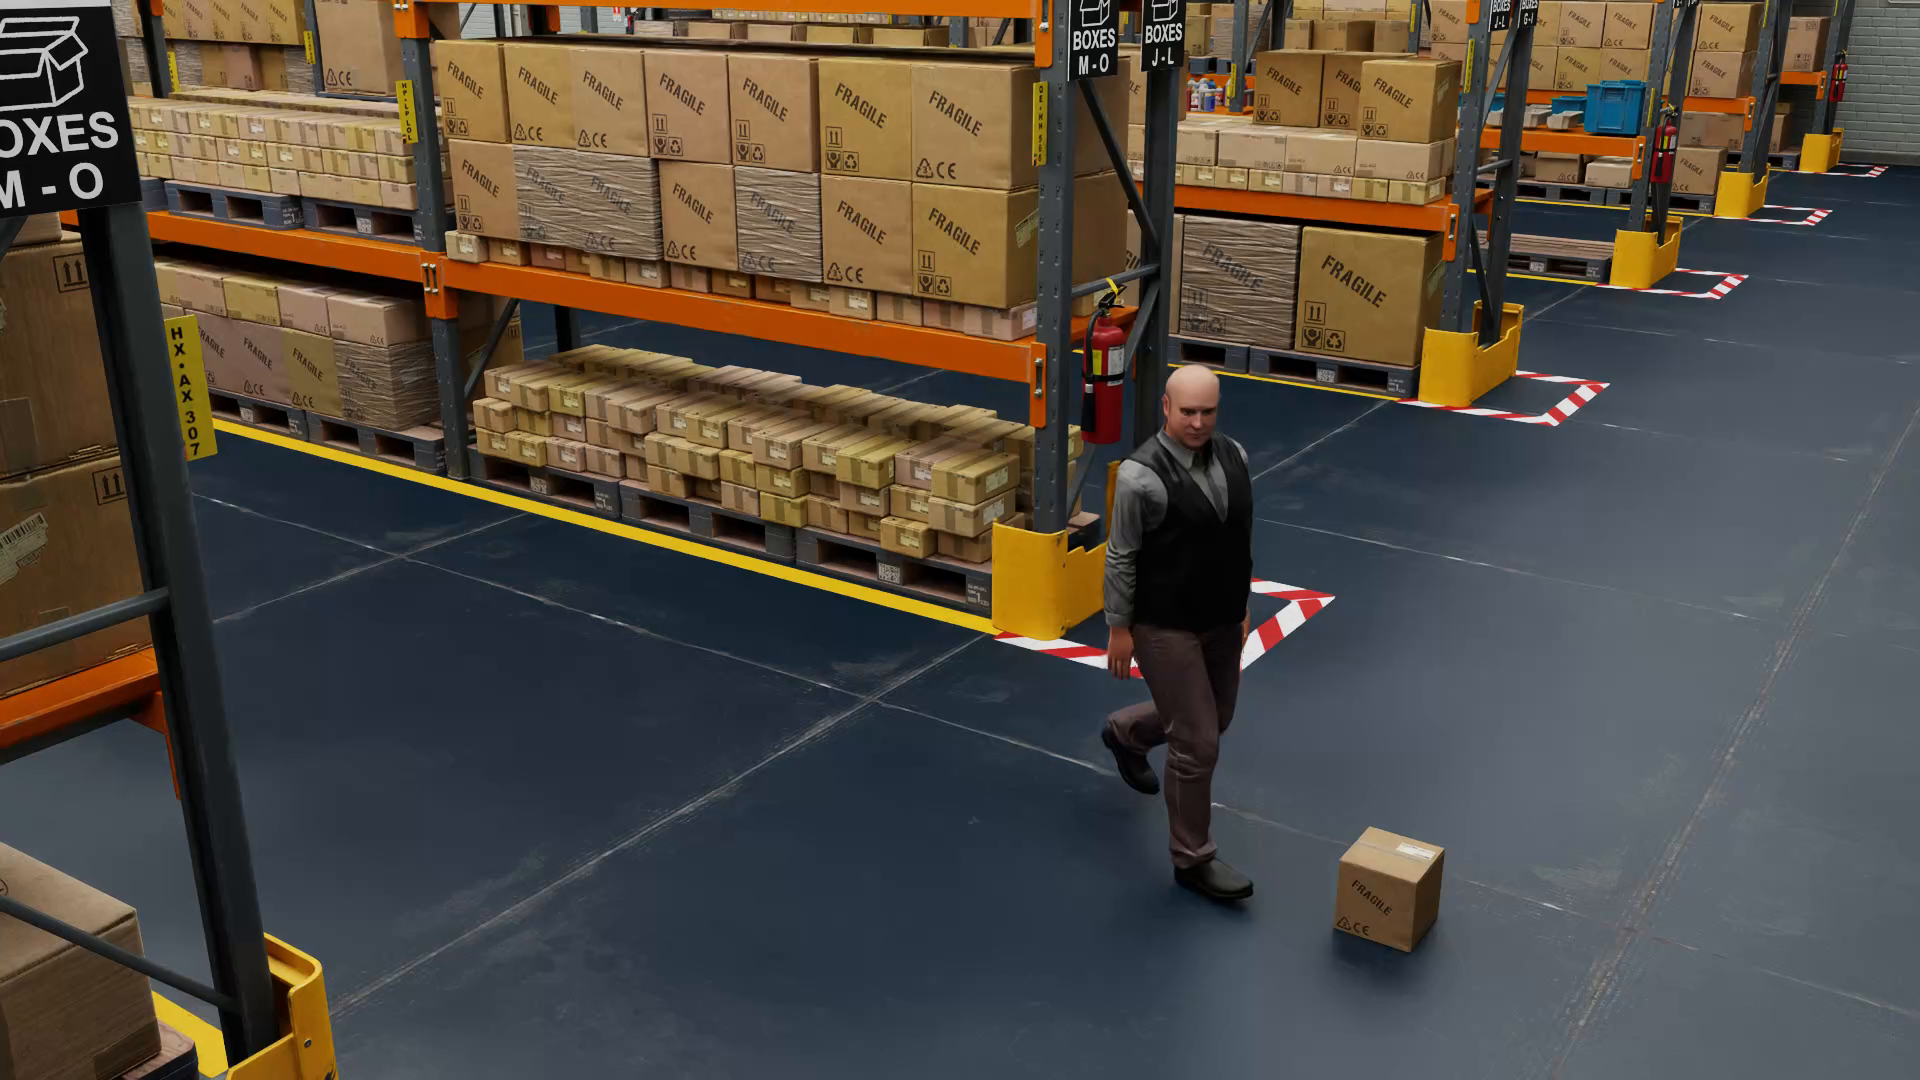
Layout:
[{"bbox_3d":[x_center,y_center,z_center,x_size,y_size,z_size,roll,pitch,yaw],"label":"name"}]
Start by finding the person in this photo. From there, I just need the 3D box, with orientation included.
[{"bbox_3d":[0.701,0.250,5.404,0.554,1.701,0.873,-16,25,-37],"label":"person"}]
